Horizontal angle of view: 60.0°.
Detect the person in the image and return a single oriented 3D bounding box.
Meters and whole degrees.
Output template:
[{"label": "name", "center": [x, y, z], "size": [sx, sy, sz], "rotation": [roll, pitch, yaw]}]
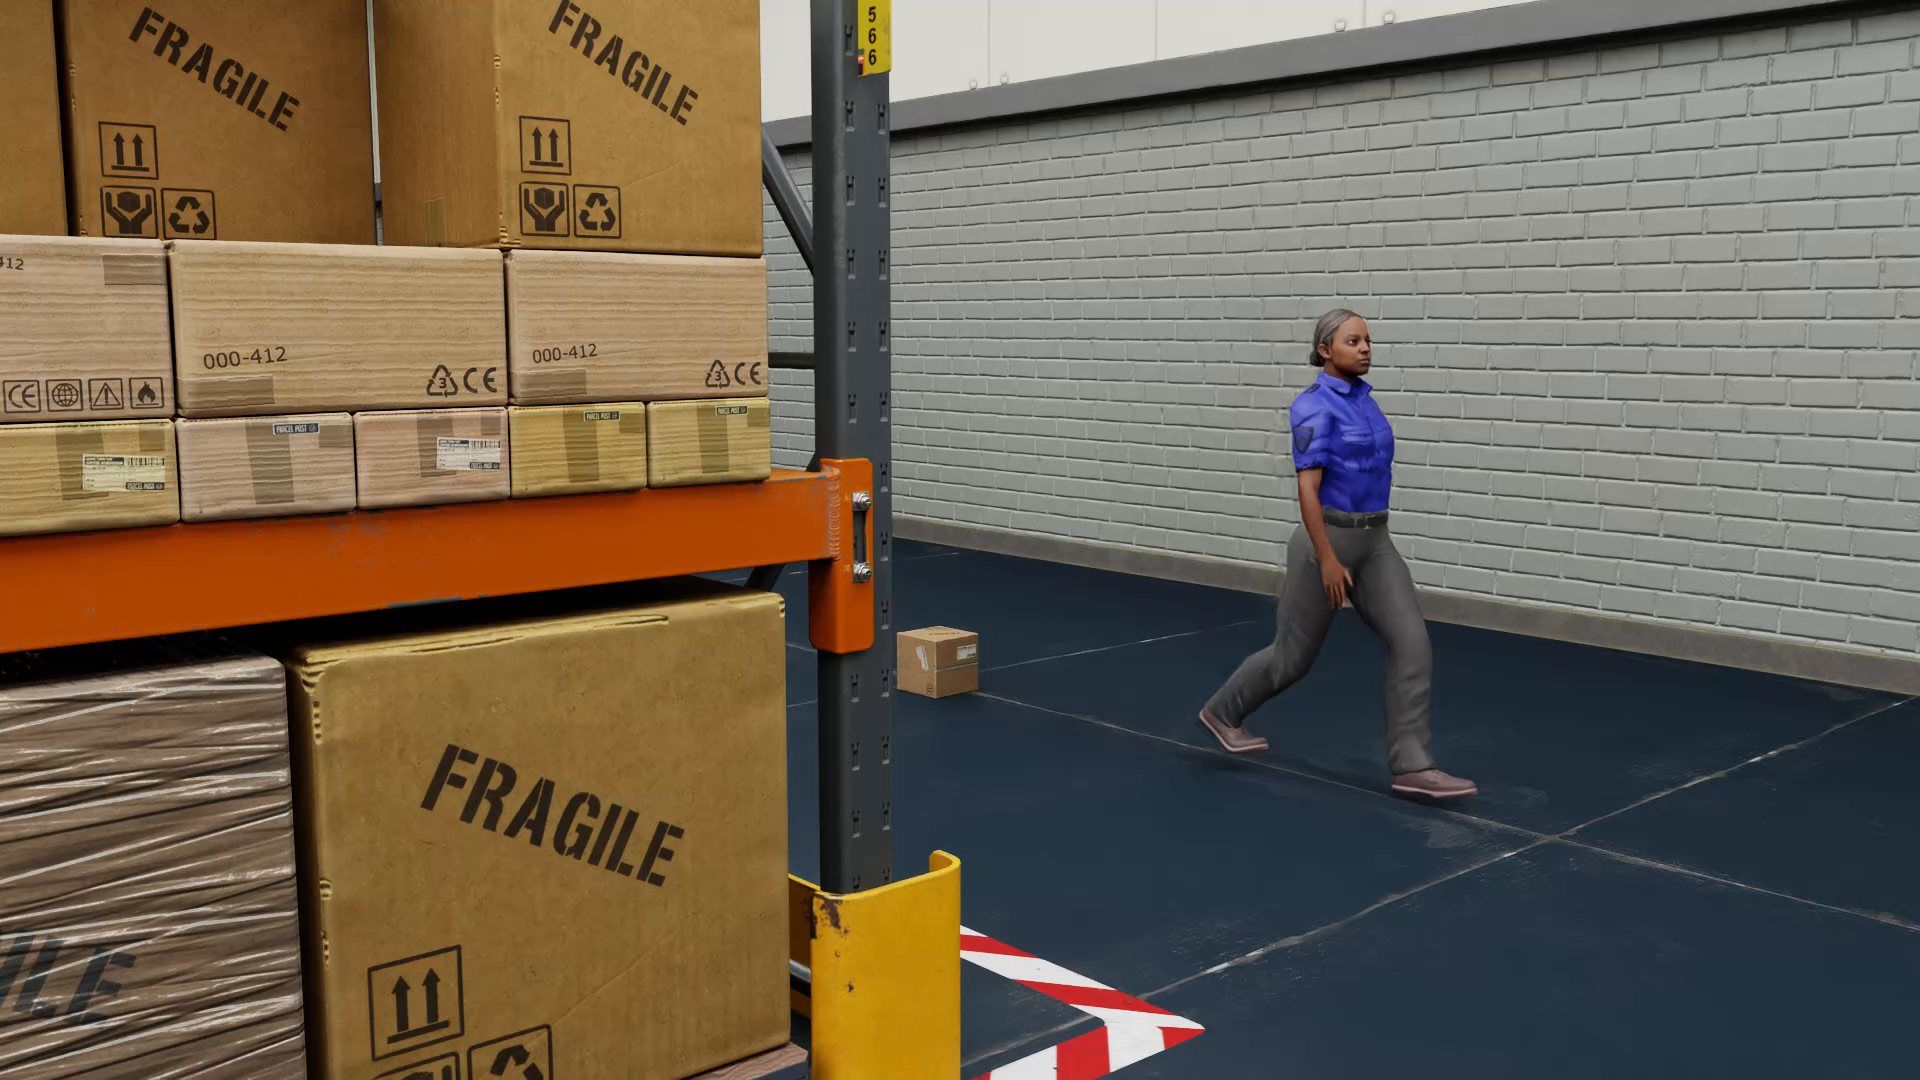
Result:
[{"label": "person", "center": [1.264, 0.030, 5.583], "size": [0.470, 1.599, 0.995], "rotation": [-6, 10, -39]}]
